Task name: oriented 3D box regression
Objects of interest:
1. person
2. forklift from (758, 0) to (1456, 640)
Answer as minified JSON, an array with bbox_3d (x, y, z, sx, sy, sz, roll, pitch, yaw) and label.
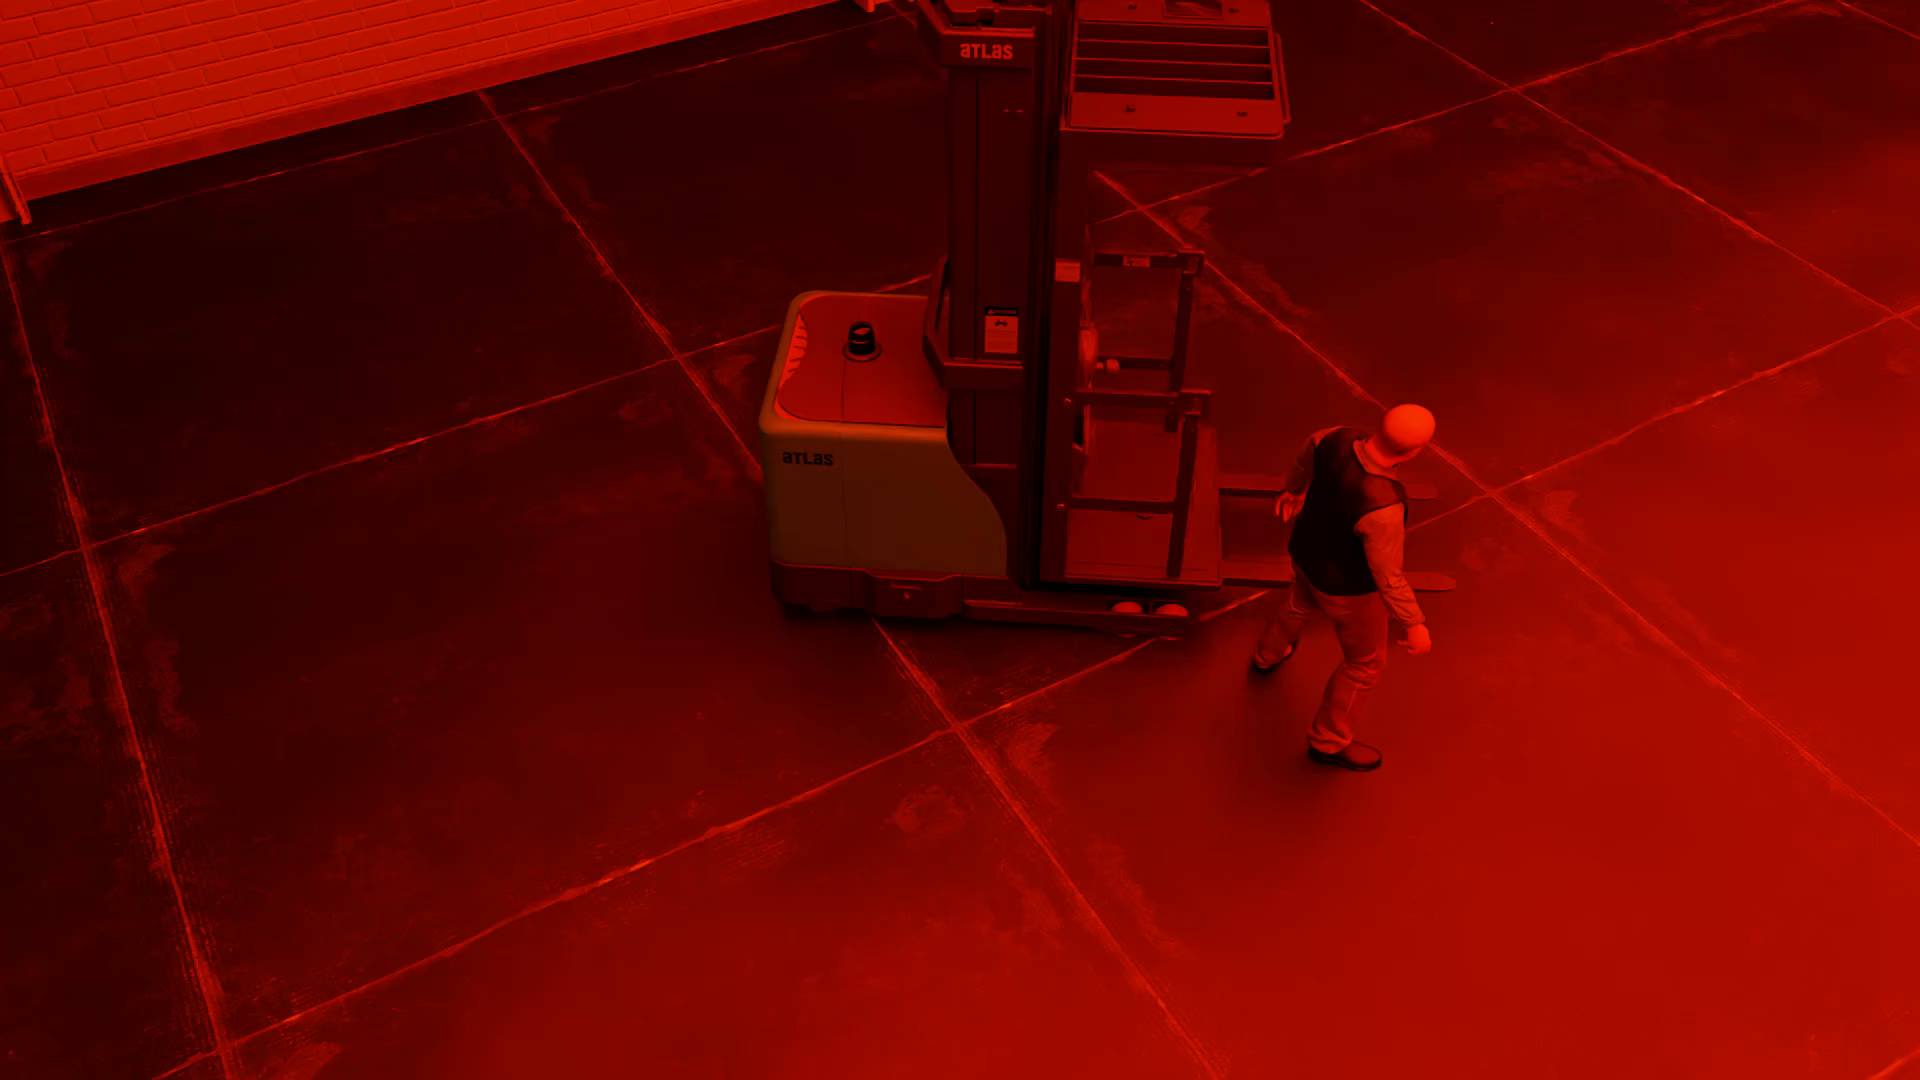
[{"bbox_3d":[1.502,0.115,6.506,0.373,1.678,0.894,-13,44,-13],"label":"person"},{"bbox_3d":[0.696,-1.010,6.787,3.031,2.935,1.130,3,43,4],"label":"forklift"}]
